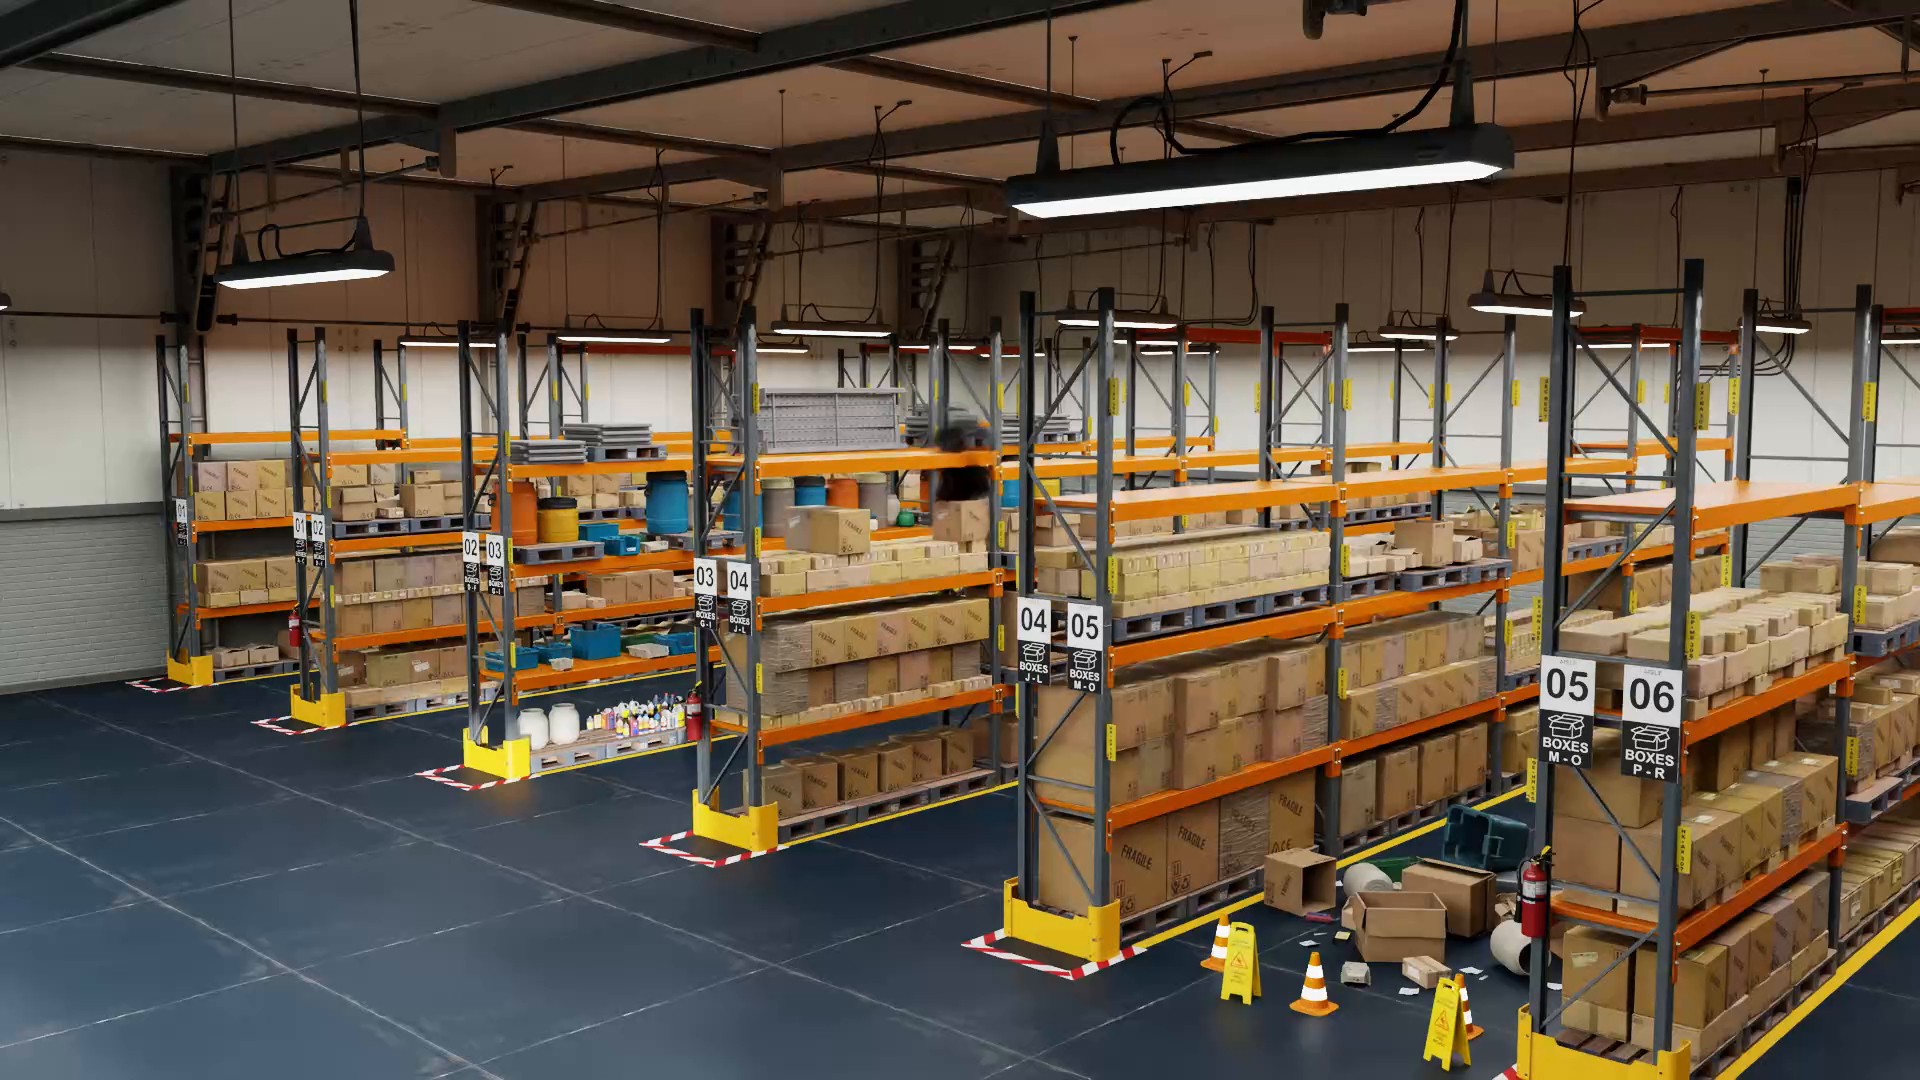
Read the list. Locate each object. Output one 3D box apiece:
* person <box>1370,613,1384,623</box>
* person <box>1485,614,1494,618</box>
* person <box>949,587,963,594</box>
[{"bbox_3d":[6.438,1.943,25.824,0.505,1.646,0.717,4,7,37],"label":"person"},{"bbox_3d":[8.225,1.966,25.700,0.818,1.633,0.615,-5,7,-43],"label":"person"},{"bbox_3d":[-0.164,1.236,32.587,0.681,1.719,0.593,4,6,34],"label":"person"}]
